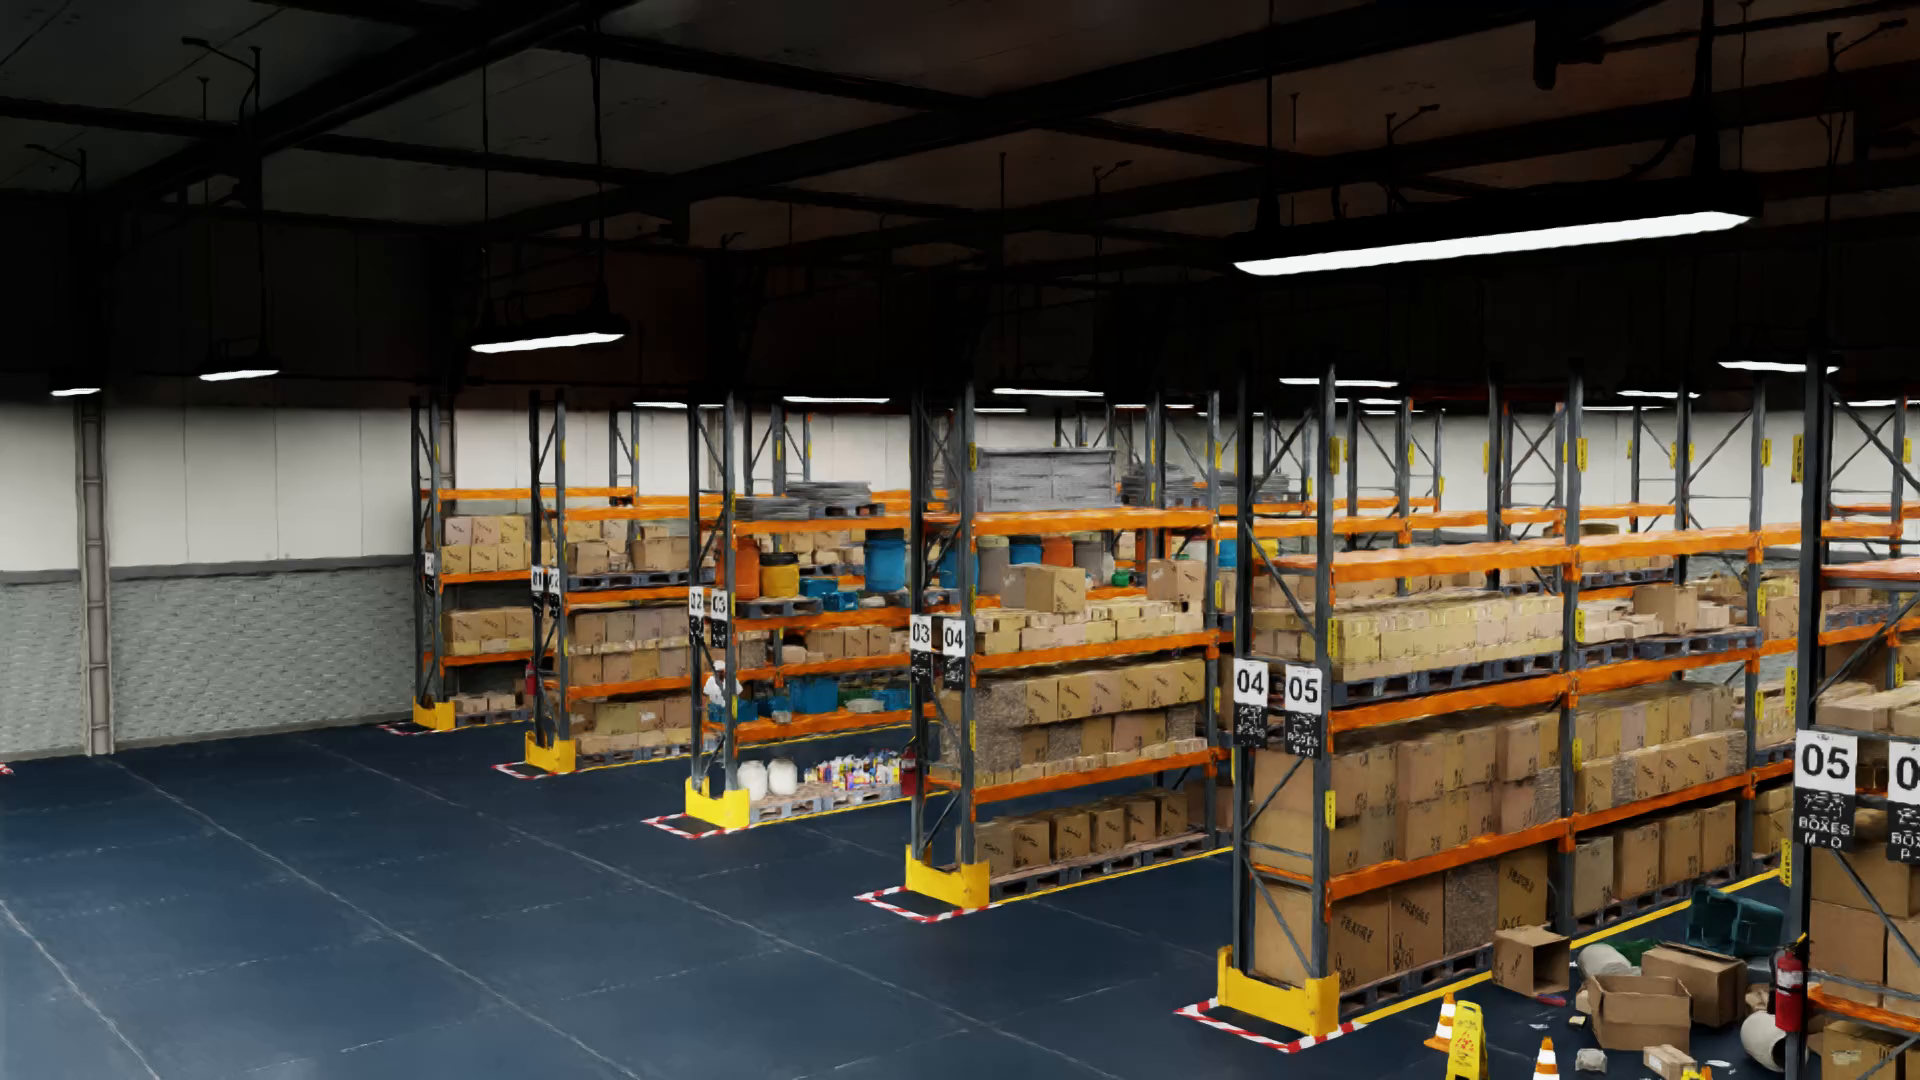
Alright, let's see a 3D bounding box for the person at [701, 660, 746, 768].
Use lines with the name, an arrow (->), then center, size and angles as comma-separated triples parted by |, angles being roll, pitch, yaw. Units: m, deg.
person -> -3.763, 2.744, 26.459 | 0.702, 1.705, 0.780 | 2, 4, 30
